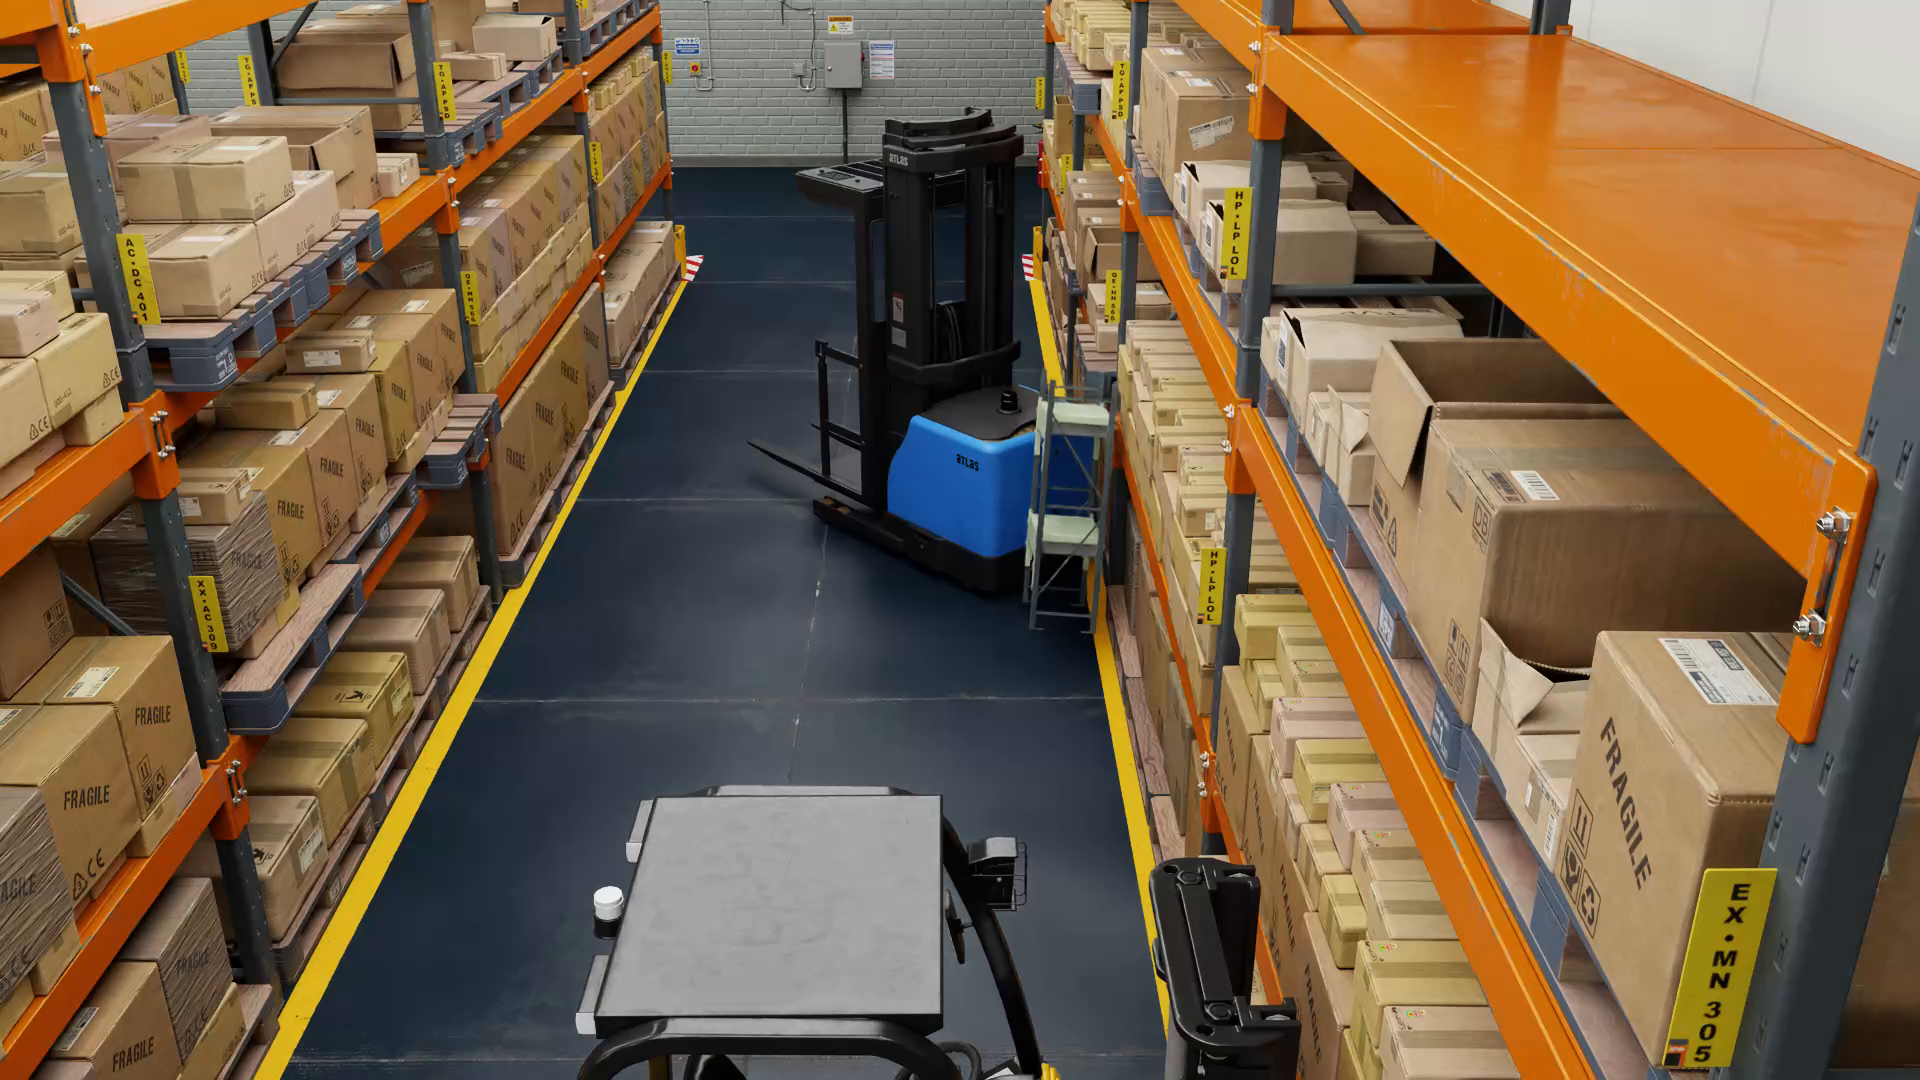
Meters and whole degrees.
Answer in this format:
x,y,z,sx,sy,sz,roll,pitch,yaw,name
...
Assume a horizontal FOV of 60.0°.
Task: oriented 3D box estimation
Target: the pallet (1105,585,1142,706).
x,y,z,sx,sy,sz,roll,pitch,yaw,name
1.441,0.626,10.110,1.003,0.211,1.213,0,24,-1,pallet

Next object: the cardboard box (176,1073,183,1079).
x,y,z,sx,sy,sz,roll,pitch,yaw,name
-3.158,2.211,6.048,0.500,0.250,0.500,-1,24,-2,cardboard box

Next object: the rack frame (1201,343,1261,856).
x,y,z,sx,sy,sz,roll,pitch,yaw,name
1.515,0.664,6.642,1.000,3.000,0.127,0,24,-1,rack frame

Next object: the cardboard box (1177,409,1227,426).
x,y,z,sx,sy,sz,roll,pitch,yaw,name
1.304,-0.554,8.427,0.380,0.149,0.250,0,24,-1,cardboard box

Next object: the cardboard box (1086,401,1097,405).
x,y,z,sx,sy,sz,roll,pitch,yaw,name
1.224,-0.846,12.504,0.500,0.500,0.500,-1,24,-2,cardboard box

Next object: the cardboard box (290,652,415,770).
x,y,z,sx,sy,sz,roll,pitch,yaw,name
-3.478,0.895,8.810,0.950,0.372,0.625,1,24,1,cardboard box

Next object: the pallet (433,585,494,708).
x,y,z,sx,sy,sz,roll,pitch,yaw,name
-3.485,0.632,10.096,1.003,0.211,1.213,0,24,-1,pallet

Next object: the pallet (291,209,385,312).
x,y,z,sx,sy,sz,roll,pitch,yaw,name
-3.363,-1.275,7.518,1.213,0.211,1.003,0,24,-1,pallet

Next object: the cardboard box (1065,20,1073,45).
x,y,z,sx,sy,sz,roll,pitch,yaw,name
1.001,-3.890,12.745,0.380,0.149,0.250,0,24,0,cardboard box

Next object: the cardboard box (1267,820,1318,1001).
x,y,z,sx,sy,sz,roll,pitch,yaw,name
1.287,1.226,5.279,0.500,0.500,0.500,0,24,-1,cardboard box

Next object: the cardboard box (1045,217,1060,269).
x,y,z,sx,sy,sz,roll,pitch,yaw,name
1.296,-3.082,17.444,0.797,0.503,0.637,-1,24,-3,cardboard box

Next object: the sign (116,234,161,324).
x,y,z,sx,sy,sz,roll,pitch,yaw,name
-2.906,-0.920,5.877,0.100,0.325,0.005,0,24,-1,sign

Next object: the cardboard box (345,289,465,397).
x,y,z,sx,sy,sz,roll,pitch,yaw,name
-3.209,-1.147,9.653,0.500,0.500,0.500,-1,24,-2,cardboard box

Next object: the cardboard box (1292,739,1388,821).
x,y,z,sx,sy,sz,roll,pitch,yaw,name
1.256,0.746,5.191,0.380,0.149,0.250,-1,24,-1,cardboard box

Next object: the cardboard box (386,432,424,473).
x,y,z,sx,sy,sz,roll,pitch,yaw,name
-3.119,-0.472,8.950,0.380,0.149,0.250,0,24,0,cardboard box

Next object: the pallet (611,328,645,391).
x,y,z,sx,sy,sz,roll,pitch,yaw,name
-3.466,-1.652,15.146,1.003,0.211,1.213,0,24,-1,pallet

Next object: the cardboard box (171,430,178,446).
x,y,z,sx,sy,sz,roll,pitch,yaw,name
-3.700,-0.453,7.333,0.380,0.149,0.250,-1,24,-2,cardboard box

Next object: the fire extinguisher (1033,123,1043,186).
x,y,z,sx,sy,sz,roll,pitch,yaw,name
0.920,-4.134,17.797,0.296,0.674,0.183,0,24,-1,fire extinguisher

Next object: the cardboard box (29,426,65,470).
x,y,z,sx,sy,sz,roll,pitch,yaw,name
-3.226,-0.331,5.507,0.380,0.149,0.250,0,24,0,cardboard box

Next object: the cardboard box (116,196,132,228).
x,y,z,sx,sy,sz,roll,pitch,yaw,name
-3.600,-1.250,6.907,0.500,0.250,0.500,0,24,0,cardboard box

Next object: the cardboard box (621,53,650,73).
x,y,z,sx,sy,sz,roll,pitch,yaw,name
-3.262,-4.696,16.371,0.380,0.149,0.250,0,24,-1,cardboard box

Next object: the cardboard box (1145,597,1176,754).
x,y,z,sx,sy,sz,roll,pitch,yaw,name
1.487,0.710,8.912,0.875,0.625,0.625,-1,24,-3,cardboard box

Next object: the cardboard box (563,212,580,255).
x,y,z,sx,sy,sz,roll,pitch,yaw,name
-3.275,-2.382,12.951,0.500,0.250,0.500,0,24,1,cardboard box

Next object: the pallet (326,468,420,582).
x,y,z,sx,sy,sz,roll,pitch,yaw,name
-3.430,-0.057,8.470,1.003,0.211,1.213,0,24,-1,pallet

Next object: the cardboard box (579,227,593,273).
x,y,z,sx,sy,sz,roll,pitch,yaw,name
-3.279,-2.357,13.502,0.500,0.250,0.500,-1,24,-2,cardboard box

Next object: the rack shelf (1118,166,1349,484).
x,y,z,sx,sy,sz,roll,pitch,yaw,name
1.493,-1.199,7.994,1.077,0.370,4.000,0,24,-1,rack shelf

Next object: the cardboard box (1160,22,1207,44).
x,y,z,sx,sy,sz,roll,pitch,yaw,name
1.590,-3.499,11.520,0.380,0.149,0.250,0,24,1,cardboard box

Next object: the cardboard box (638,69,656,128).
x,y,z,sx,sy,sz,roll,pitch,yaw,name
-3.301,-4.345,16.383,0.500,0.500,0.500,0,24,0,cardboard box

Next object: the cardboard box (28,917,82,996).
x,y,z,sx,sy,sz,roll,pitch,yaw,name
-3.126,1.352,5.425,0.380,0.149,0.250,-1,24,-1,cardboard box

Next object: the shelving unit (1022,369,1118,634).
x,y,z,sx,sy,sz,roll,pitch,yaw,name
0.663,-0.255,10.201,0.431,1.500,0.755,4,11,-2,shelving unit

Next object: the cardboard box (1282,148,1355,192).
x,y,z,sx,sy,sz,roll,pitch,yaw,name
1.705,-1.805,8.113,0.380,0.166,0.250,0,24,-1,cardboard box

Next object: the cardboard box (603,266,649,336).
x,y,z,sx,sy,sz,roll,pitch,yaw,name
-3.446,-2.261,15.708,0.875,0.438,0.875,-1,24,-2,cardboard box

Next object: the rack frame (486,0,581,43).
x,y,z,sx,sy,sz,roll,pitch,yaw,name
-3.536,-5.342,12.641,1.000,3.000,0.127,0,24,-1,rack frame

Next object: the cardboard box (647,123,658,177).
x,y,z,sx,sy,sz,roll,pitch,yaw,name
-3.319,-3.898,16.607,0.500,0.500,0.500,-1,24,-2,cardboard box

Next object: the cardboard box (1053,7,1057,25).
x,y,z,sx,sy,sz,roll,pitch,yaw,name
1.079,-4.976,15.777,0.380,0.149,0.250,0,24,-1,cardboard box

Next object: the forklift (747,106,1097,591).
x,y,z,sx,sy,sz,roll,pitch,yaw,name
-0.411,-1.529,11.574,1.130,2.935,3.031,-20,31,-37,forklift

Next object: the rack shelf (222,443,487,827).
x,y,z,sx,sy,sz,roll,pitch,yaw,name
-3.471,0.192,8.559,1.077,0.370,4.000,0,24,-1,rack shelf

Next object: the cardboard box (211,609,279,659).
x,y,z,sx,sy,sz,roll,pitch,yaw,name
-3.139,0.382,7.061,0.380,0.149,0.250,0,24,0,cardboard box

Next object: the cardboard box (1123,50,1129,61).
x,y,z,sx,sy,sz,roll,pitch,yaw,name
1.221,-2.958,10.348,0.380,0.149,0.250,-1,24,-2,cardboard box

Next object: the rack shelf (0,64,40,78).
x,y,z,sx,sy,sz,roll,pitch,yaw,name
-8.506,-4.408,15.089,1.077,0.370,4.000,0,24,-1,rack shelf

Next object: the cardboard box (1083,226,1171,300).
x,y,z,sx,sy,sz,roll,pitch,yaw,name
1.268,-1.894,11.664,0.797,0.503,0.637,-1,24,-2,cardboard box

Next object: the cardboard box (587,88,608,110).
x,y,z,sx,sy,sz,roll,pitch,yaw,name
-3.285,-3.850,14.500,0.380,0.149,0.250,0,24,-1,cardboard box

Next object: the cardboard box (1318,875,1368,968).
x,y,z,sx,sy,sz,roll,pitch,yaw,name
1.252,1.093,4.785,0.380,0.149,0.250,-1,24,-2,cardboard box

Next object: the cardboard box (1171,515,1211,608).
x,y,z,sx,sy,sz,roll,pitch,yaw,name
1.241,0.091,7.483,0.500,0.250,0.500,-1,24,-2,cardboard box

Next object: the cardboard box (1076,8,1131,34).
x,y,z,sx,sy,sz,roll,pitch,yaw,name
1.056,-3.812,12.211,0.380,0.149,0.250,-1,24,-1,cardboard box

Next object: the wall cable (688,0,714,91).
x,y,z,sx,sy,sz,roll,pitch,yaw,name
-3.665,-7.057,22.443,0.585,1.953,0.123,0,24,-1,wall cable

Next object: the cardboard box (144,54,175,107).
x,y,z,sx,sy,sz,roll,pitch,yaw,name
-8.275,-4.642,16.678,0.500,0.500,0.500,-1,24,-2,cardboard box

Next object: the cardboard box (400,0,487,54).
x,y,z,sx,sy,sz,roll,pitch,yaw,name
-3.816,-3.848,12.347,0.500,0.500,0.500,-1,24,-2,cardboard box

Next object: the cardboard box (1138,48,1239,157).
x,y,z,sx,sy,sz,roll,pitch,yaw,name
1.235,-2.334,8.878,0.500,0.500,0.500,0,24,0,cardboard box

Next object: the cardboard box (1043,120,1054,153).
x,y,z,sx,sy,sz,roll,pitch,yaw,name
1.119,-4.160,17.128,0.500,0.250,0.500,0,24,0,cardboard box

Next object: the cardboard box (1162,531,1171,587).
x,y,z,sx,sy,sz,roll,pitch,yaw,name
1.262,0.114,8.040,0.500,0.250,0.500,0,24,0,cardboard box

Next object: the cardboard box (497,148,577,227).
x,y,z,sx,sy,sz,roll,pitch,yaw,name
-3.267,-2.714,12.775,0.500,0.500,0.500,0,24,0,cardboard box

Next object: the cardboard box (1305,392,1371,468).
x,y,z,sx,sy,sz,roll,pitch,yaw,name
1.224,-0.322,4.856,0.380,0.149,0.250,0,24,1,cardboard box
